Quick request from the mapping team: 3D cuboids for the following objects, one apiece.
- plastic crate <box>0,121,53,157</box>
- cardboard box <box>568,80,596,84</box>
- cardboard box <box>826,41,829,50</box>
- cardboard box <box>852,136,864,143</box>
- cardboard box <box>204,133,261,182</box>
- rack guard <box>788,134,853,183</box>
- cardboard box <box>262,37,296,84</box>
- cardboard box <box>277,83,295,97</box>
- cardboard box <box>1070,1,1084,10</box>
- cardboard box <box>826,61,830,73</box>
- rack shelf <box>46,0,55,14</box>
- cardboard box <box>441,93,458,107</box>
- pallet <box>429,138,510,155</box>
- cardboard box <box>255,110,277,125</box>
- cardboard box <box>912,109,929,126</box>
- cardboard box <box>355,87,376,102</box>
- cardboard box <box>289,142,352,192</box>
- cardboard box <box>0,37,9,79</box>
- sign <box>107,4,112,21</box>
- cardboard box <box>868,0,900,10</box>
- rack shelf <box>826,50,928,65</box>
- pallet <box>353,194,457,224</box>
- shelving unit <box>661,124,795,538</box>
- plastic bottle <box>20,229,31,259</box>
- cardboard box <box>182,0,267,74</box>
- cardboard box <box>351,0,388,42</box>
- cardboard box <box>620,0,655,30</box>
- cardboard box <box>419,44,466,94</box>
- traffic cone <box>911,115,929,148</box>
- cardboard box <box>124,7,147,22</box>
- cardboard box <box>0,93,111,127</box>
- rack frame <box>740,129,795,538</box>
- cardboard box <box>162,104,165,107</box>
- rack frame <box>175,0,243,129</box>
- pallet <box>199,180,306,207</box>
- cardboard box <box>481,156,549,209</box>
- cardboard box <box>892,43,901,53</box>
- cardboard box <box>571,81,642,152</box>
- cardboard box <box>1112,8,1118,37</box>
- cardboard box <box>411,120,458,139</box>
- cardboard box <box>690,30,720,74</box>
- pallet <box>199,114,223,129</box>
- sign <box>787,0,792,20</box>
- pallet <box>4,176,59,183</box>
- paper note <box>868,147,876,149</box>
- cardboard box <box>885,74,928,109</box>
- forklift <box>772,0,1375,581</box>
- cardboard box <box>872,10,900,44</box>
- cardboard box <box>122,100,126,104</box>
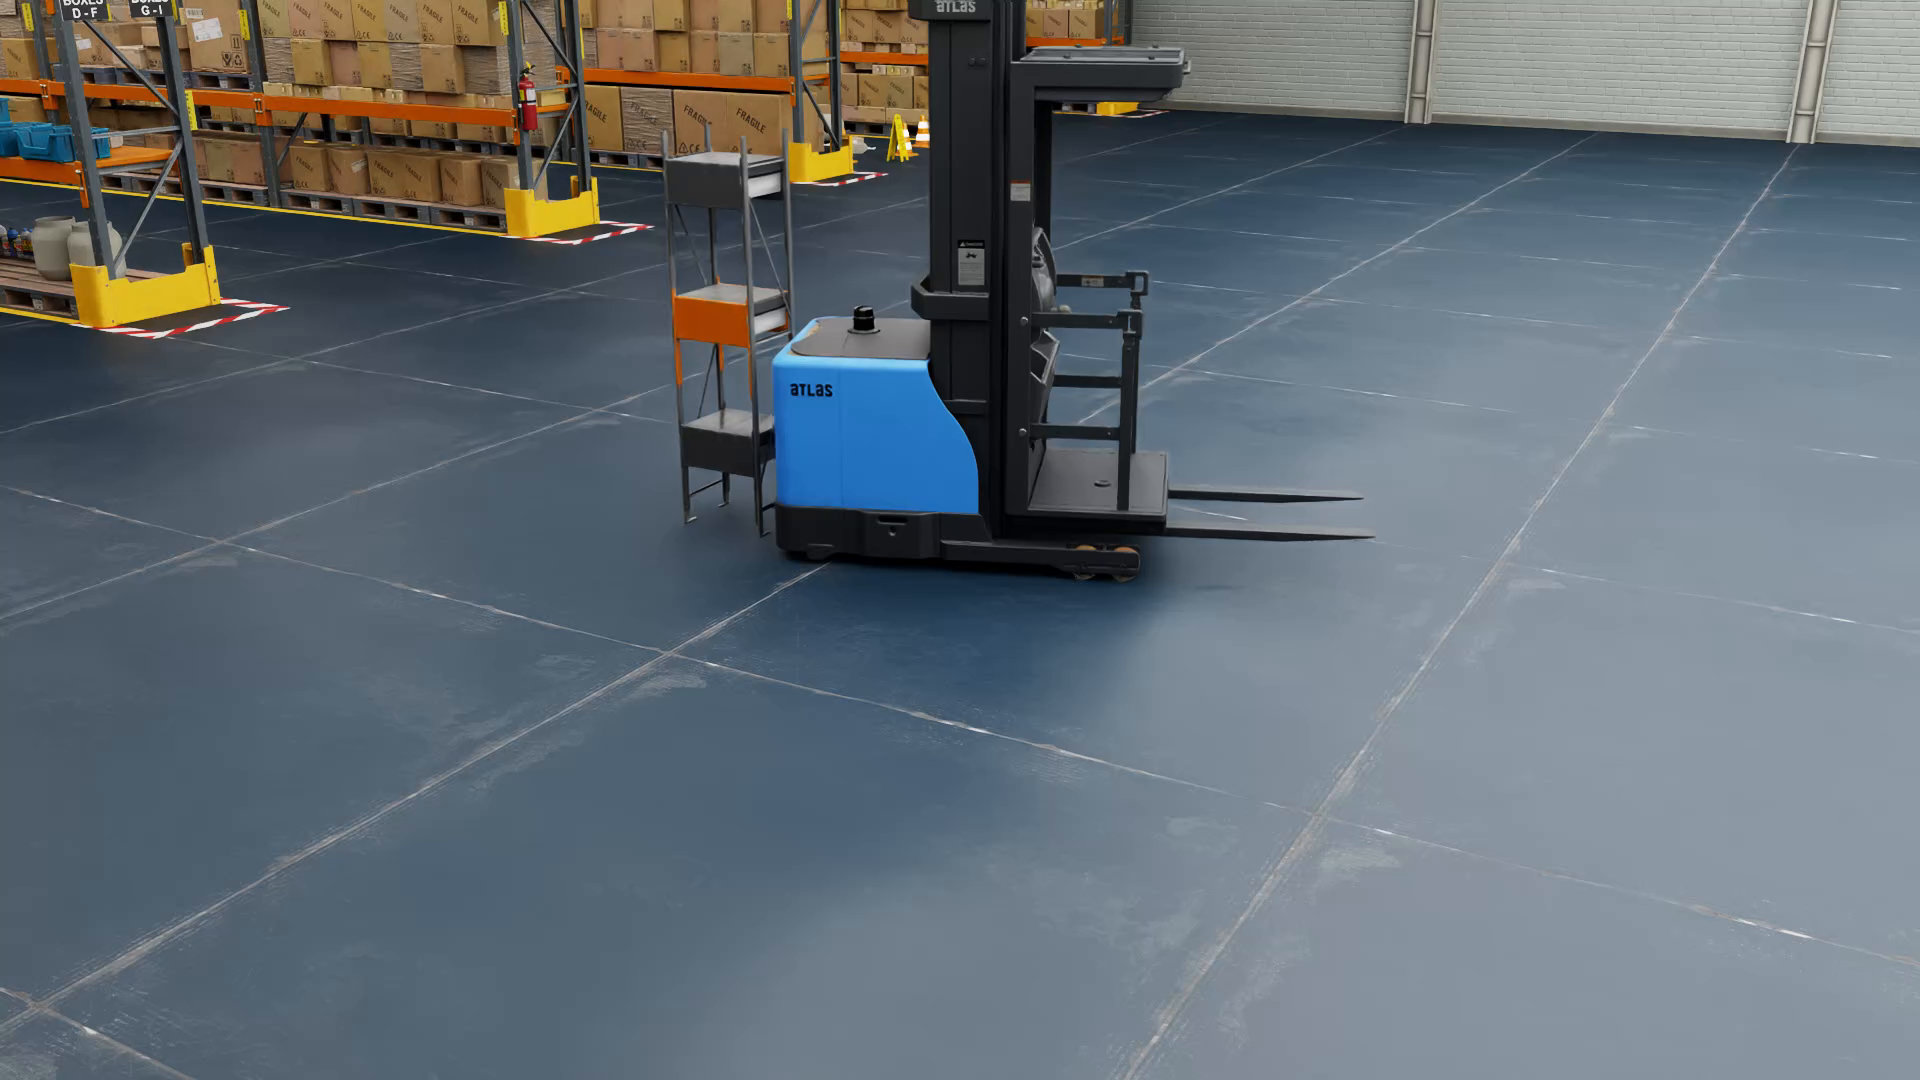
[{"bbox_3d":[-7.957,-3.384,14.014,0.408,0.251,0.499,11,23,27],"label":"plastic crate"},{"bbox_3d":[-7.109,-8.444,30.244,0.875,0.875,0.875,11,22,27],"label":"cardboard box"},{"bbox_3d":[-1.996,-8.026,26.961,0.250,0.149,0.380,11,23,27],"label":"cardboard box"},{"bbox_3d":[-1.691,-6.051,25.330,0.380,0.149,0.250,-11,23,-29],"label":"cardboard box"},{"bbox_3d":[-8.820,-4.715,20.486,0.500,0.500,0.700,11,22,27],"label":"cardboard box"},{"bbox_3d":[-1.867,-5.106,22.207,0.348,0.500,1.175,11,23,27],"label":"rack guard"},{"bbox_3d":[-7.524,-5.584,19.277,0.500,0.500,0.875,11,23,27],"label":"cardboard box"},{"bbox_3d":[-7.634,-5.201,19.174,0.250,0.149,0.380,11,23,27],"label":"cardboard box"},{"bbox_3d":[2.179,-9.613,29.870,0.250,0.149,0.380,11,23,28],"label":"cardboard box"},{"bbox_3d":[-2.141,-7.701,27.061,0.250,0.149,0.380,12,23,29],"label":"cardboard box"},{"bbox_3d":[-8.556,-4.755,14.231,4.000,0.370,1.077,11,23,27],"label":"rack shelf"},{"bbox_3d":[-5.416,-4.807,18.086,0.250,0.149,0.380,11,23,27],"label":"cardboard box"},{"bbox_3d":[-7.159,-5.947,24.951,1.213,0.211,1.003,11,23,27],"label":"pallet"},{"bbox_3d":[-10.922,-6.930,26.621,0.500,0.500,0.500,11,23,28],"label":"cardboard box"},{"bbox_3d":[-0.420,-6.738,26.459,0.500,0.250,0.500,11,23,27],"label":"cardboard box"},{"bbox_3d":[-6.530,-5.001,18.622,0.250,0.149,0.380,11,23,27],"label":"cardboard box"},{"bbox_3d":[-7.557,-4.434,19.740,0.500,0.500,0.500,10,22,26],"label":"cardboard box"},{"bbox_3d":[-12.363,-6.295,21.674,0.500,0.500,0.500,11,22,27],"label":"cardboard box"},{"bbox_3d":[-11.123,-6.826,21.701,0.005,0.325,0.100,11,23,27],"label":"sign"},{"bbox_3d":[-1.048,-8.593,26.105,0.500,0.500,0.700,10,22,27],"label":"cardboard box"},{"bbox_3d":[-1.308,-7.770,26.940,4.000,0.370,1.077,11,23,27],"label":"rack shelf"},{"bbox_3d":[-6.214,-3.876,19.240,1.213,0.211,1.003,11,23,27],"label":"pallet"},{"bbox_3d":[-1.196,-1.097,8.809,0.503,2.100,0.431,10,22,27],"label":"shelving unit"},{"bbox_3d":[-8.628,-2.743,15.383,0.097,0.271,0.097,0,20,0],"label":"plastic bottle"},{"bbox_3d":[-8.512,-6.143,19.907,1.000,1.000,1.000,11,23,28],"label":"cardboard box"},{"bbox_3d":[-6.303,-5.751,18.270,0.500,0.500,0.500,11,23,27],"label":"cardboard box"},{"bbox_3d":[-4.133,-7.269,22.701,0.550,0.550,0.875,11,23,27],"label":"cardboard box"},{"bbox_3d":[-5.357,-5.159,18.105,0.500,0.500,0.875,11,23,27],"label":"cardboard box"},{"bbox_3d":[-0.566,-6.270,25.472,0.334,0.463,0.336,11,23,27],"label":"traffic cone"},{"bbox_3d":[-13.377,-8.550,27.454,0.500,0.500,0.500,10,22,26],"label":"cardboard box"},{"bbox_3d":[-11.971,-5.475,22.059,0.875,0.875,1.225,10,22,25],"label":"cardboard box"},{"bbox_3d":[-0.981,-1.057,8.700,0.015,2.100,0.400,10,22,27],"label":"rack frame"},{"bbox_3d":[-13.036,-7.276,27.654,0.250,0.149,0.380,10,22,25],"label":"cardboard box"},{"bbox_3d":[-12.364,-8.280,27.293,0.127,3.000,1.000,11,23,27],"label":"rack frame"},{"bbox_3d":[-8.567,-4.308,20.433,1.213,0.211,1.003,11,23,27],"label":"pallet"},{"bbox_3d":[-4.932,-3.956,18.422,0.500,0.500,0.500,16,25,37],"label":"cardboard box"},{"bbox_3d":[-0.876,-7.832,26.426,0.250,0.149,0.380,11,23,28],"label":"cardboard box"},{"bbox_3d":[-4.865,-6.023,23.571,0.875,0.875,0.875,11,23,28],"label":"cardboard box"},{"bbox_3d":[2.558,-9.466,30.414,0.500,0.500,0.500,12,23,29],"label":"cardboard box"},{"bbox_3d":[-7.619,-6.483,25.020,0.750,0.750,1.050,11,23,28],"label":"cardboard box"},{"bbox_3d":[-3.152,-6.619,22.493,0.550,0.550,0.875,11,23,27],"label":"cardboard box"},{"bbox_3d":[-12.968,-7.071,28.048,1.213,0.211,1.003,11,23,27],"label":"pallet"},{"bbox_3d":[-2.165,-6.781,21.115,0.005,0.325,0.100,11,23,27],"label":"sign"},{"bbox_3d":[-12.031,-4.998,22.334,1.213,0.211,1.003,11,23,27],"label":"pallet"},{"bbox_3d":[-1.358,-5.944,25.207,0.142,0.019,0.148,3,20,9],"label":"paper note"},{"bbox_3d":[-0.846,-7.174,26.560,0.500,0.500,0.500,12,23,29],"label":"cardboard box"},{"bbox_3d":[0.608,-1.368,8.337,3.031,2.935,1.130,3,20,7],"label":"forklift"},{"bbox_3d":[-1.040,-8.139,26.321,0.500,0.500,0.500,11,23,27],"label":"cardboard box"},{"bbox_3d":[-14.118,-7.531,28.356,0.250,0.149,0.380,12,23,30],"label":"cardboard box"}]
